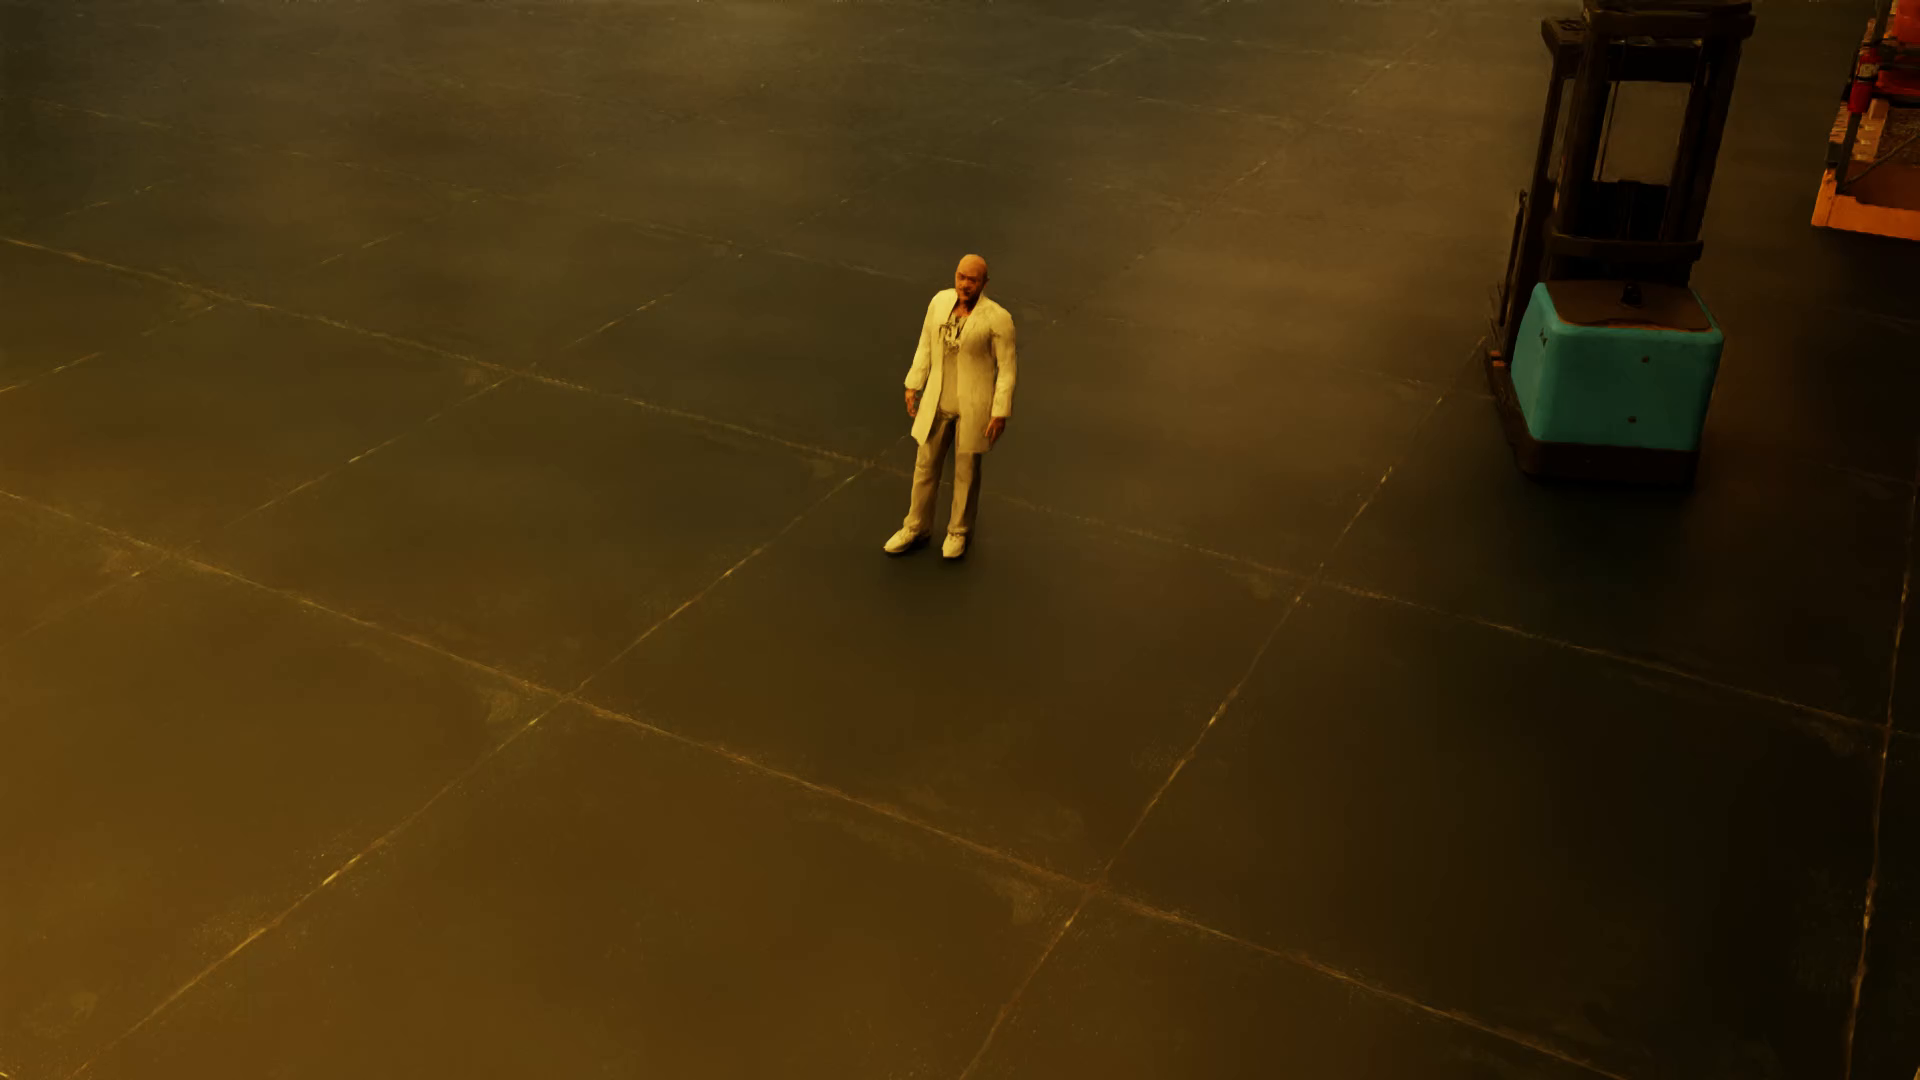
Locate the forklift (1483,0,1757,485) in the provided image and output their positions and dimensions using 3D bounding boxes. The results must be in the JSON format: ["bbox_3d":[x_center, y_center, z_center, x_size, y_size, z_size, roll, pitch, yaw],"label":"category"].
[{"bbox_3d":[4.338,-2.330,11.108,1.130,2.935,3.031,4,30,8],"label":"forklift"}]

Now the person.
[{"bbox_3d":[-0.048,-0.737,9.488,0.694,1.776,0.579,15,33,25],"label":"person"}]
